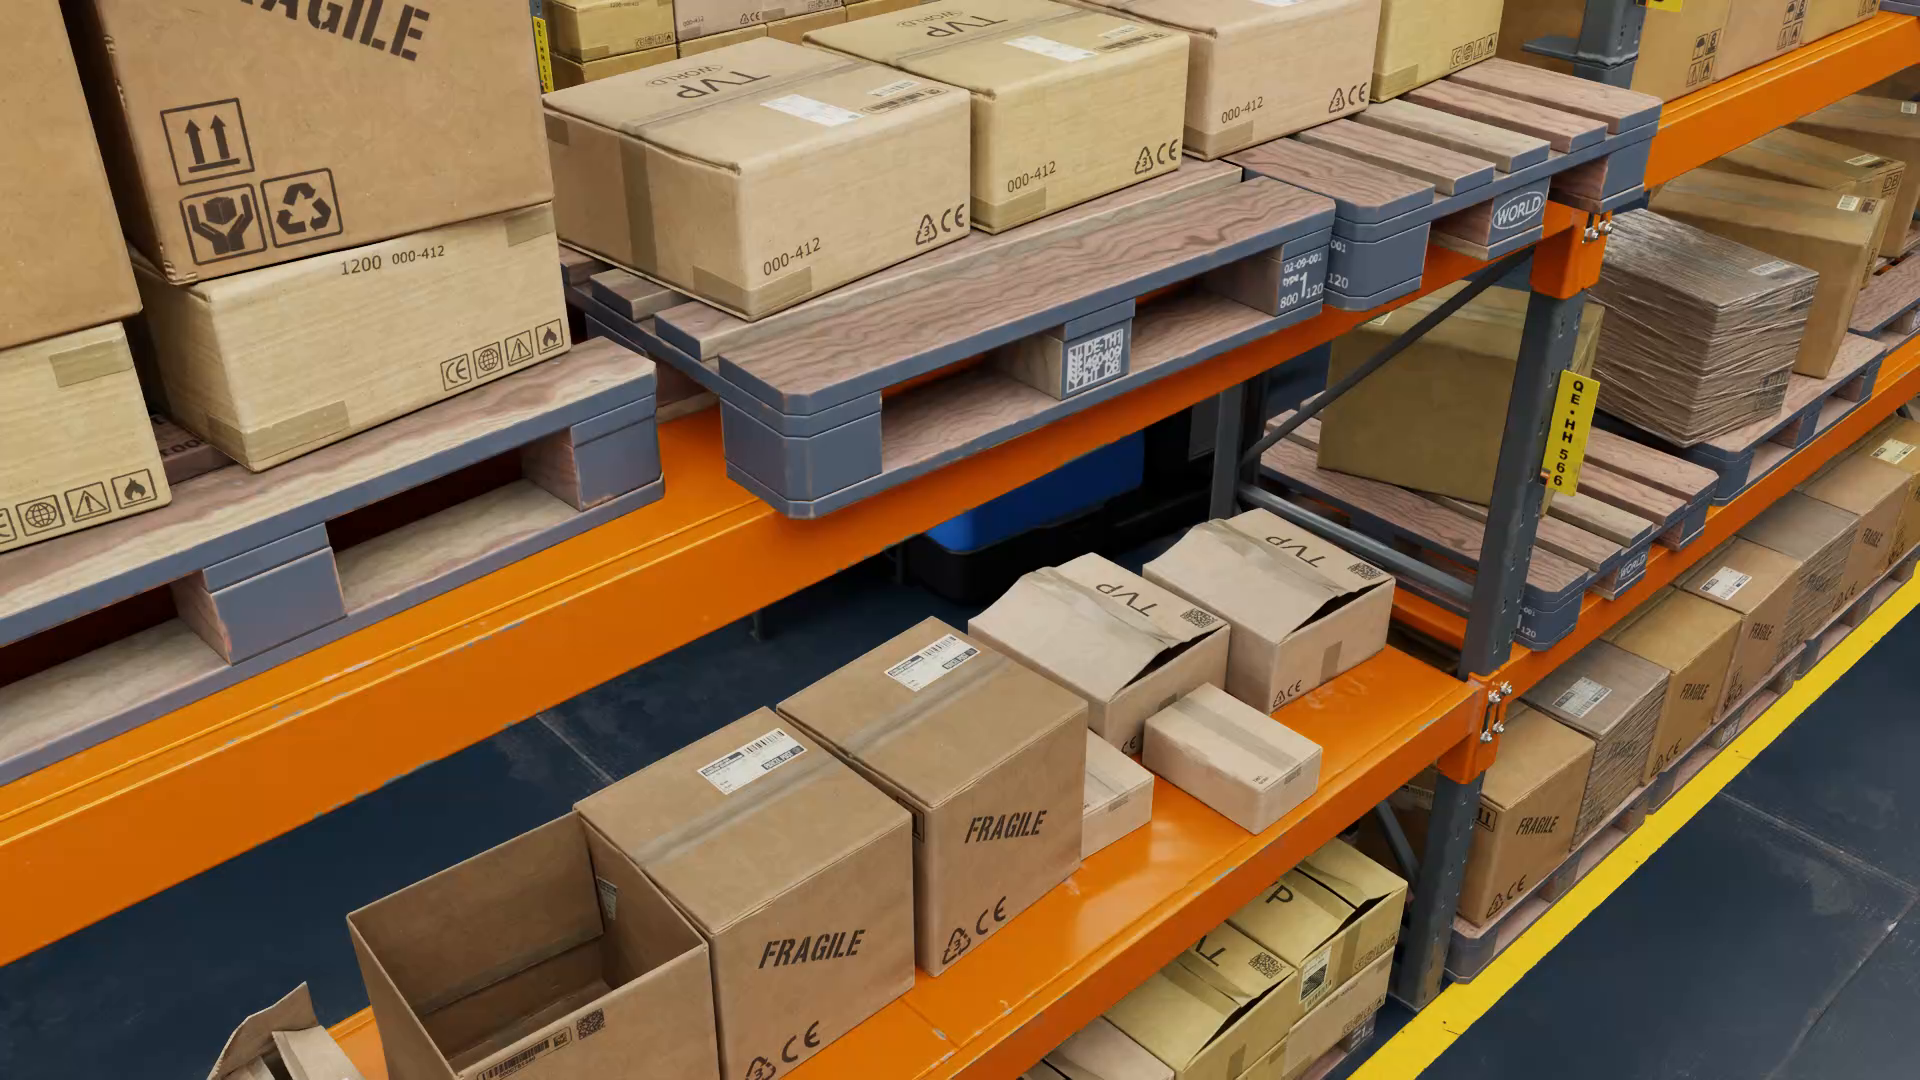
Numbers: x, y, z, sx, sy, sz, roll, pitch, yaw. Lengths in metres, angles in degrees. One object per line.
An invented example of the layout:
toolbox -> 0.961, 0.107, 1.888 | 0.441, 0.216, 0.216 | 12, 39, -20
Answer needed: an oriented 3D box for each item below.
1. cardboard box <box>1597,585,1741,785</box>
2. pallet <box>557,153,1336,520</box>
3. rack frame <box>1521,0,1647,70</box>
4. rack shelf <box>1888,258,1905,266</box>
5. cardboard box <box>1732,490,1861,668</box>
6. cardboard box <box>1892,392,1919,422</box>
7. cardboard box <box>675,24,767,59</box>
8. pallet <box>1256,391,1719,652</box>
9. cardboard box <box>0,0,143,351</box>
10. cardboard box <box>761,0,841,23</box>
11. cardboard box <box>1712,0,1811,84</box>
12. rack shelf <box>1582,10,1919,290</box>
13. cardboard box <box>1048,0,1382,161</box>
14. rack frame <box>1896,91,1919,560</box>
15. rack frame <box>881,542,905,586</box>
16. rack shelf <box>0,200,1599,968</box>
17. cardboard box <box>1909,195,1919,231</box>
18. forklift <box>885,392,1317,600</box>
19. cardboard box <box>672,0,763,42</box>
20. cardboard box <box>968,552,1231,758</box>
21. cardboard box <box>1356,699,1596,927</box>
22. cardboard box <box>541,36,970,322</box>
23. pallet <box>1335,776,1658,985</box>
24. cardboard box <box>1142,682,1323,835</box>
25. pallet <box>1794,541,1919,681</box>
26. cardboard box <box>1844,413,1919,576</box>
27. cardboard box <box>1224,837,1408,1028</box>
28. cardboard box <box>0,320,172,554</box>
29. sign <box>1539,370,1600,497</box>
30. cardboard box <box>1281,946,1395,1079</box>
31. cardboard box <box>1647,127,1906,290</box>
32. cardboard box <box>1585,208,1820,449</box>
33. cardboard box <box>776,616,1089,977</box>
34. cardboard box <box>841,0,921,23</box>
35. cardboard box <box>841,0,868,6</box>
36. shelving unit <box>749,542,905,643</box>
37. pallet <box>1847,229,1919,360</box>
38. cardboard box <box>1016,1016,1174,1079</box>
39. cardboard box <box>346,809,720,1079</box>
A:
cardboard box -> 2.437, 0.479, 6.066 | 0.500, 0.500, 0.500 | -26, 40, -36
pallet -> -0.097, -0.511, 3.015 | 1.213, 0.211, 1.003 | -24, 39, -33
rack frame -> 1.158, -2.544, 3.284 | 0.127, 3.000, 1.000 | -26, 40, -35
rack shelf -> 5.558, -1.805, 8.517 | 4.000, 0.370, 1.077 | -26, 40, -35
cardboard box -> 3.188, 0.110, 6.669 | 0.500, 0.500, 0.500 | -25, 39, -35
cardboard box -> 4.546, -0.510, 7.864 | 0.500, 0.311, 0.500 | -26, 40, -35
cardboard box -> -1.292, -2.312, 8.256 | 0.500, 0.500, 0.500 | -24, 39, -34
pallet -> 1.607, -0.170, 5.336 | 1.003, 0.211, 1.213 | -26, 40, -35
cardboard box -> -1.296, -0.484, 1.813 | 0.500, 0.500, 0.500 | -25, 40, -35
cardboard box -> -0.947, -2.808, 8.348 | 0.500, 0.250, 0.500 | -26, 40, -35
cardboard box -> 1.829, -1.655, 4.610 | 0.500, 0.500, 0.910 | -26, 40, -35
rack shelf -> 2.624, -1.666, 5.414 | 4.000, 0.370, 1.077 | -26, 40, -35
cardboard box -> 0.491, -1.004, 3.382 | 0.500, 0.250, 0.500 | -25, 39, -34
rack frame -> 4.091, -1.403, 7.169 | 0.127, 3.000, 1.000 | -26, 40, -35
rack frame -> -0.374, -0.520, 7.162 | 0.023, 1.500, 0.400 | -21, 37, -31
rack shelf -> -0.309, -0.247, 3.094 | 4.000, 0.370, 1.077 | -26, 40, -35
cardboard box -> 4.283, -1.721, 7.593 | 0.500, 0.500, 0.500 | -25, 39, -35
forklift -> 0.888, -1.597, 7.552 | 3.031, 2.935, 1.130 | -21, 37, -31
cardboard box -> -1.311, -2.629, 8.055 | 0.500, 0.250, 0.500 | -26, 40, -36
cardboard box -> 0.370, 0.297, 4.474 | 0.500, 0.311, 0.500 | -26, 40, -36
cardboard box -> 1.686, 0.843, 5.471 | 0.500, 0.500, 0.500 | -24, 39, -34
cardboard box -> -0.332, -0.615, 2.746 | 0.500, 0.250, 0.500 | 25, 40, 35
pallet -> 1.731, 0.955, 5.986 | 1.213, 0.211, 1.003 | -26, 40, -35
cardboard box -> 0.686, 0.548, 4.220 | 0.250, 0.149, 0.380 | -26, 40, -35
pallet -> 3.520, 0.090, 7.401 | 1.213, 0.211, 1.003 | -26, 40, -35
cardboard box -> 3.924, -0.240, 7.241 | 0.500, 0.500, 0.500 | -26, 40, -36
cardboard box -> 0.941, 1.051, 4.852 | 0.500, 0.311, 0.500 | -25, 39, -34
cardboard box -> -1.317, -0.175, 2.027 | 0.500, 0.250, 0.500 | -21, 37, -31
sign -> 1.538, -0.267, 4.201 | 0.005, 0.325, 0.100 | -26, 40, -35
cardboard box -> 0.938, 1.290, 4.999 | 0.500, 0.250, 0.500 | -25, 39, -34
cardboard box -> 3.130, -1.274, 6.460 | 0.500, 0.500, 0.700 | -19, 36, -28
cardboard box -> 2.344, -0.724, 5.560 | 0.500, 0.500, 0.700 | -18, 36, -27
cardboard box -> -0.061, 0.575, 3.839 | 0.500, 0.500, 0.500 | 27, 40, 36
cardboard box -> -0.551, -2.676, 8.850 | 0.500, 0.500, 0.500 | -25, 39, -34
cardboard box -> -0.577, -2.991, 8.648 | 0.500, 0.250, 0.500 | -27, 40, -36
shelving unit -> -0.667, -0.405, 6.975 | 0.755, 1.500, 0.431 | -21, 37, -31
pallet -> 3.431, -1.079, 6.824 | 1.213, 0.211, 1.003 | -26, 40, -35
cardboard box -> 0.193, 1.415, 4.256 | 0.500, 0.311, 0.500 | -26, 40, -36
cardboard box -> -0.815, 0.939, 3.243 | 0.500, 0.500, 0.500 | -23, 38, -32
